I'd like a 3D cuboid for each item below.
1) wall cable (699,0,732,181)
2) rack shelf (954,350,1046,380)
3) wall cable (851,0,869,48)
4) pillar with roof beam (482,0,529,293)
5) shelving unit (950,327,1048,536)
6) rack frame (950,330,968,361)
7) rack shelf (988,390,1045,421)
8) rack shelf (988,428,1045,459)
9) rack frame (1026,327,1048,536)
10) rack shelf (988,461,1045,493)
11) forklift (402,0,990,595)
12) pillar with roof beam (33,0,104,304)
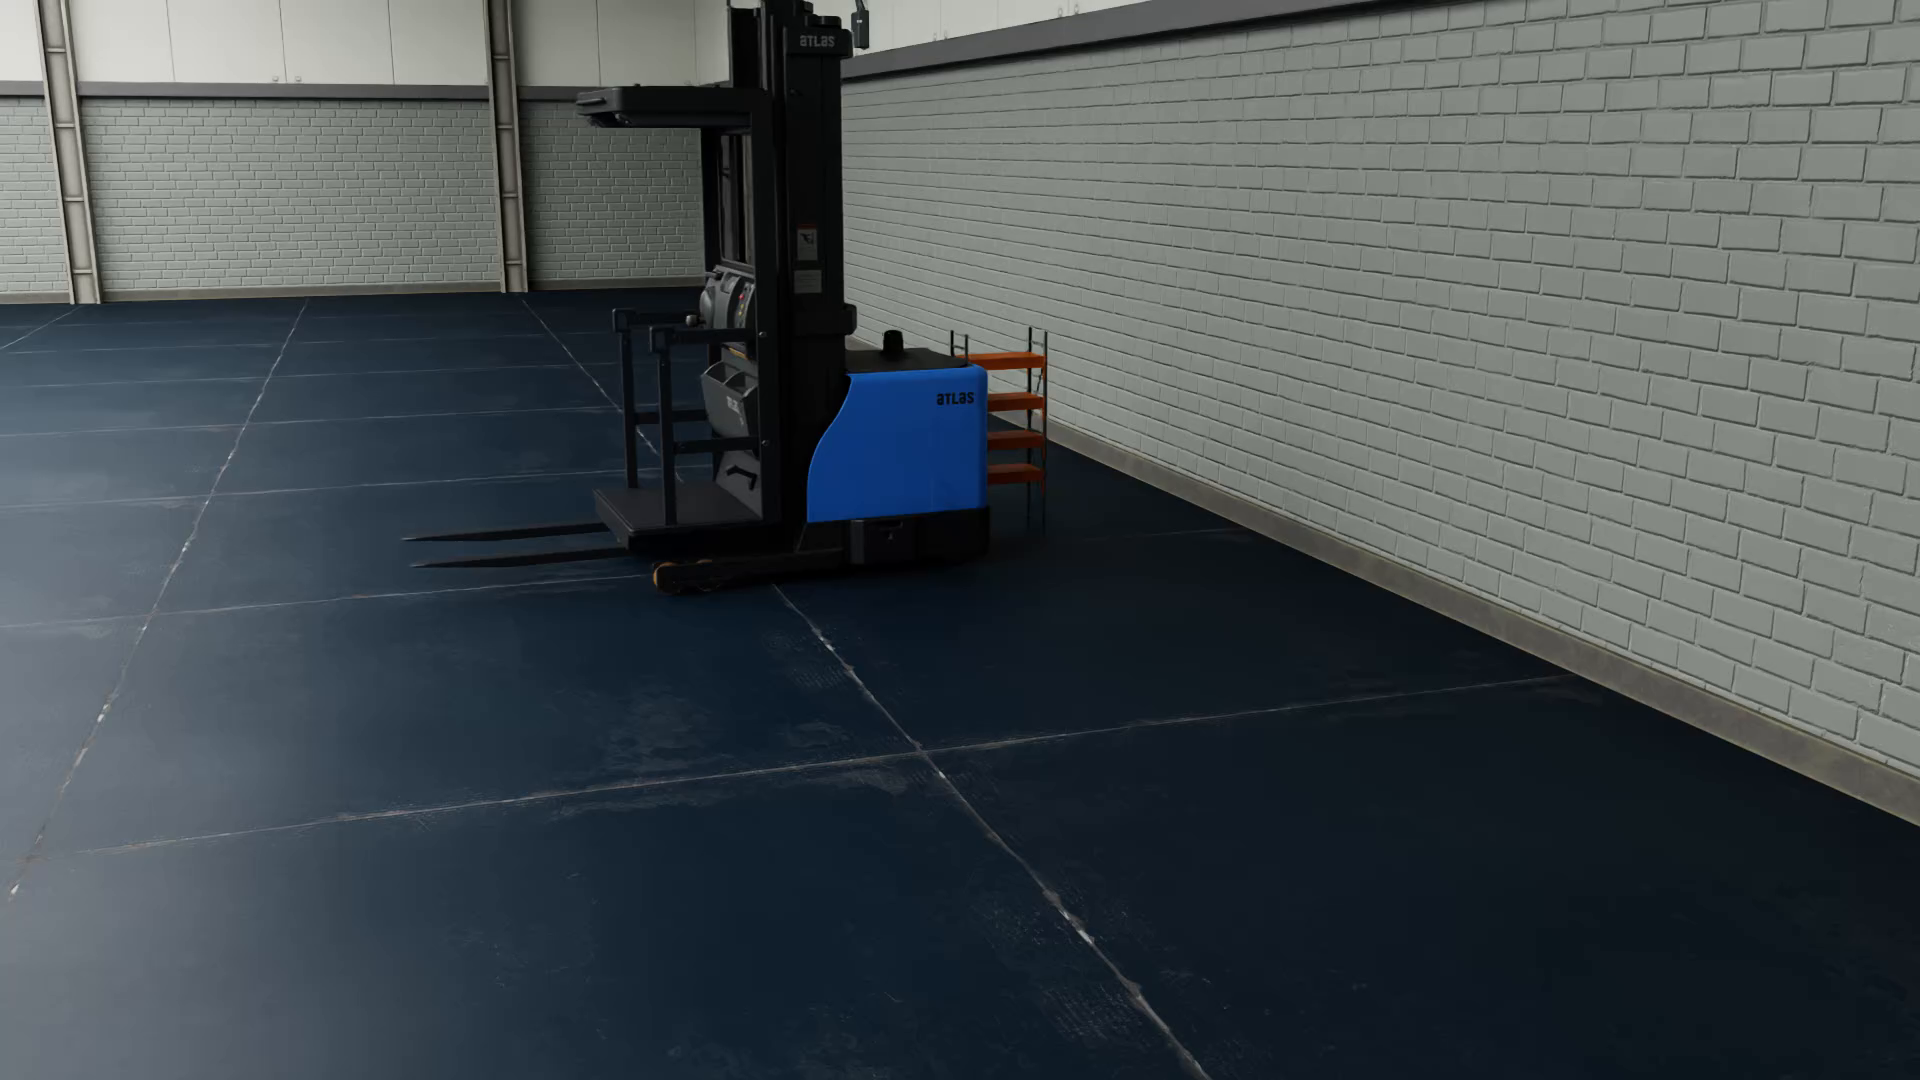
[{"bbox_3d":[-3.732,-6.670,24.947,0.112,2.526,3.097,-4,14,-18],"label":"wall cable"},{"bbox_3d":[0.221,-0.992,9.523,0.480,0.148,0.258,-5,14,-21],"label":"rack shelf"},{"bbox_3d":[-0.719,-7.752,15.436,0.169,6.003,2.305,-4,14,-18],"label":"wall cable"},{"bbox_3d":[-5.573,-7.309,20.923,0.400,9.000,9.100,-4,14,-18],"label":"pillar with roof beam"},{"bbox_3d":[0.221,-0.610,9.614,0.503,1.200,0.258,-5,14,-21],"label":"shelving unit"},{"bbox_3d":[-0.005,-0.589,9.525,0.015,1.200,0.240,-5,14,-21],"label":"rack frame"},{"bbox_3d":[0.221,-0.762,9.577,0.480,0.148,0.258,-5,14,-21],"label":"rack shelf"},{"bbox_3d":[0.221,-0.544,9.629,0.480,0.148,0.258,-5,14,-21],"label":"rack shelf"},{"bbox_3d":[0.448,-0.631,9.702,0.015,1.200,0.240,-5,14,-21],"label":"rack frame"},{"bbox_3d":[0.221,-0.351,9.675,0.480,0.148,0.258,-5,14,-21],"label":"rack shelf"},{"bbox_3d":[-1.404,-1.284,8.705,3.031,2.935,1.130,-5,14,-21],"label":"forklift"},{"bbox_3d":[-11.259,-6.866,19.062,0.400,9.000,9.100,-4,14,-18],"label":"pillar with roof beam"}]
